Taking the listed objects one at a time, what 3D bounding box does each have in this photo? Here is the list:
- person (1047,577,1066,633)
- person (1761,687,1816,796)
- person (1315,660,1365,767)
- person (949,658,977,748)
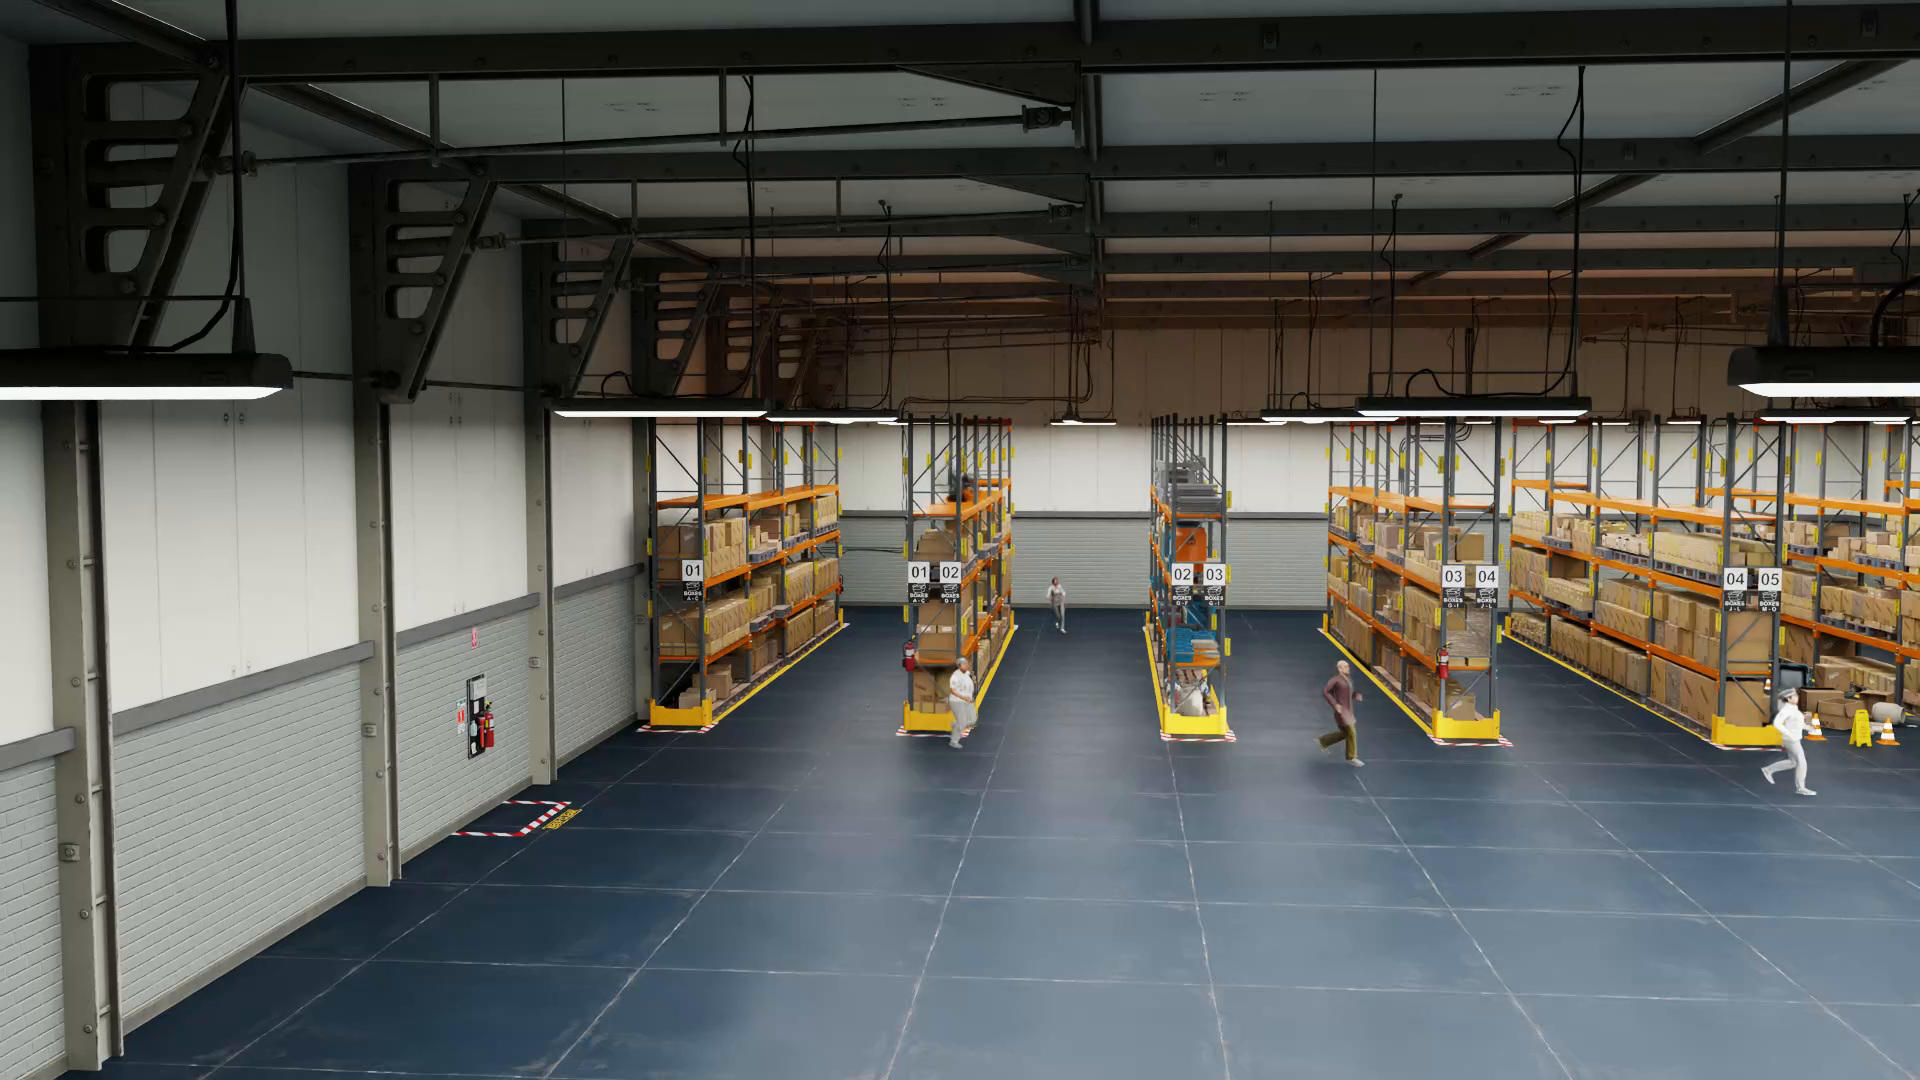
[{"bbox_3d":[2.701,1.832,46.771,0.579,1.550,0.669,-1,4,-17],"label":"person"},{"bbox_3d":[13.000,3.131,26.059,0.809,1.665,0.626,3,5,39],"label":"person"},{"bbox_3d":[6.502,2.935,28.383,0.924,1.781,0.699,3,5,38],"label":"person"},{"bbox_3d":[0.049,2.916,29.847,0.589,1.634,0.633,3,5,37],"label":"person"}]
